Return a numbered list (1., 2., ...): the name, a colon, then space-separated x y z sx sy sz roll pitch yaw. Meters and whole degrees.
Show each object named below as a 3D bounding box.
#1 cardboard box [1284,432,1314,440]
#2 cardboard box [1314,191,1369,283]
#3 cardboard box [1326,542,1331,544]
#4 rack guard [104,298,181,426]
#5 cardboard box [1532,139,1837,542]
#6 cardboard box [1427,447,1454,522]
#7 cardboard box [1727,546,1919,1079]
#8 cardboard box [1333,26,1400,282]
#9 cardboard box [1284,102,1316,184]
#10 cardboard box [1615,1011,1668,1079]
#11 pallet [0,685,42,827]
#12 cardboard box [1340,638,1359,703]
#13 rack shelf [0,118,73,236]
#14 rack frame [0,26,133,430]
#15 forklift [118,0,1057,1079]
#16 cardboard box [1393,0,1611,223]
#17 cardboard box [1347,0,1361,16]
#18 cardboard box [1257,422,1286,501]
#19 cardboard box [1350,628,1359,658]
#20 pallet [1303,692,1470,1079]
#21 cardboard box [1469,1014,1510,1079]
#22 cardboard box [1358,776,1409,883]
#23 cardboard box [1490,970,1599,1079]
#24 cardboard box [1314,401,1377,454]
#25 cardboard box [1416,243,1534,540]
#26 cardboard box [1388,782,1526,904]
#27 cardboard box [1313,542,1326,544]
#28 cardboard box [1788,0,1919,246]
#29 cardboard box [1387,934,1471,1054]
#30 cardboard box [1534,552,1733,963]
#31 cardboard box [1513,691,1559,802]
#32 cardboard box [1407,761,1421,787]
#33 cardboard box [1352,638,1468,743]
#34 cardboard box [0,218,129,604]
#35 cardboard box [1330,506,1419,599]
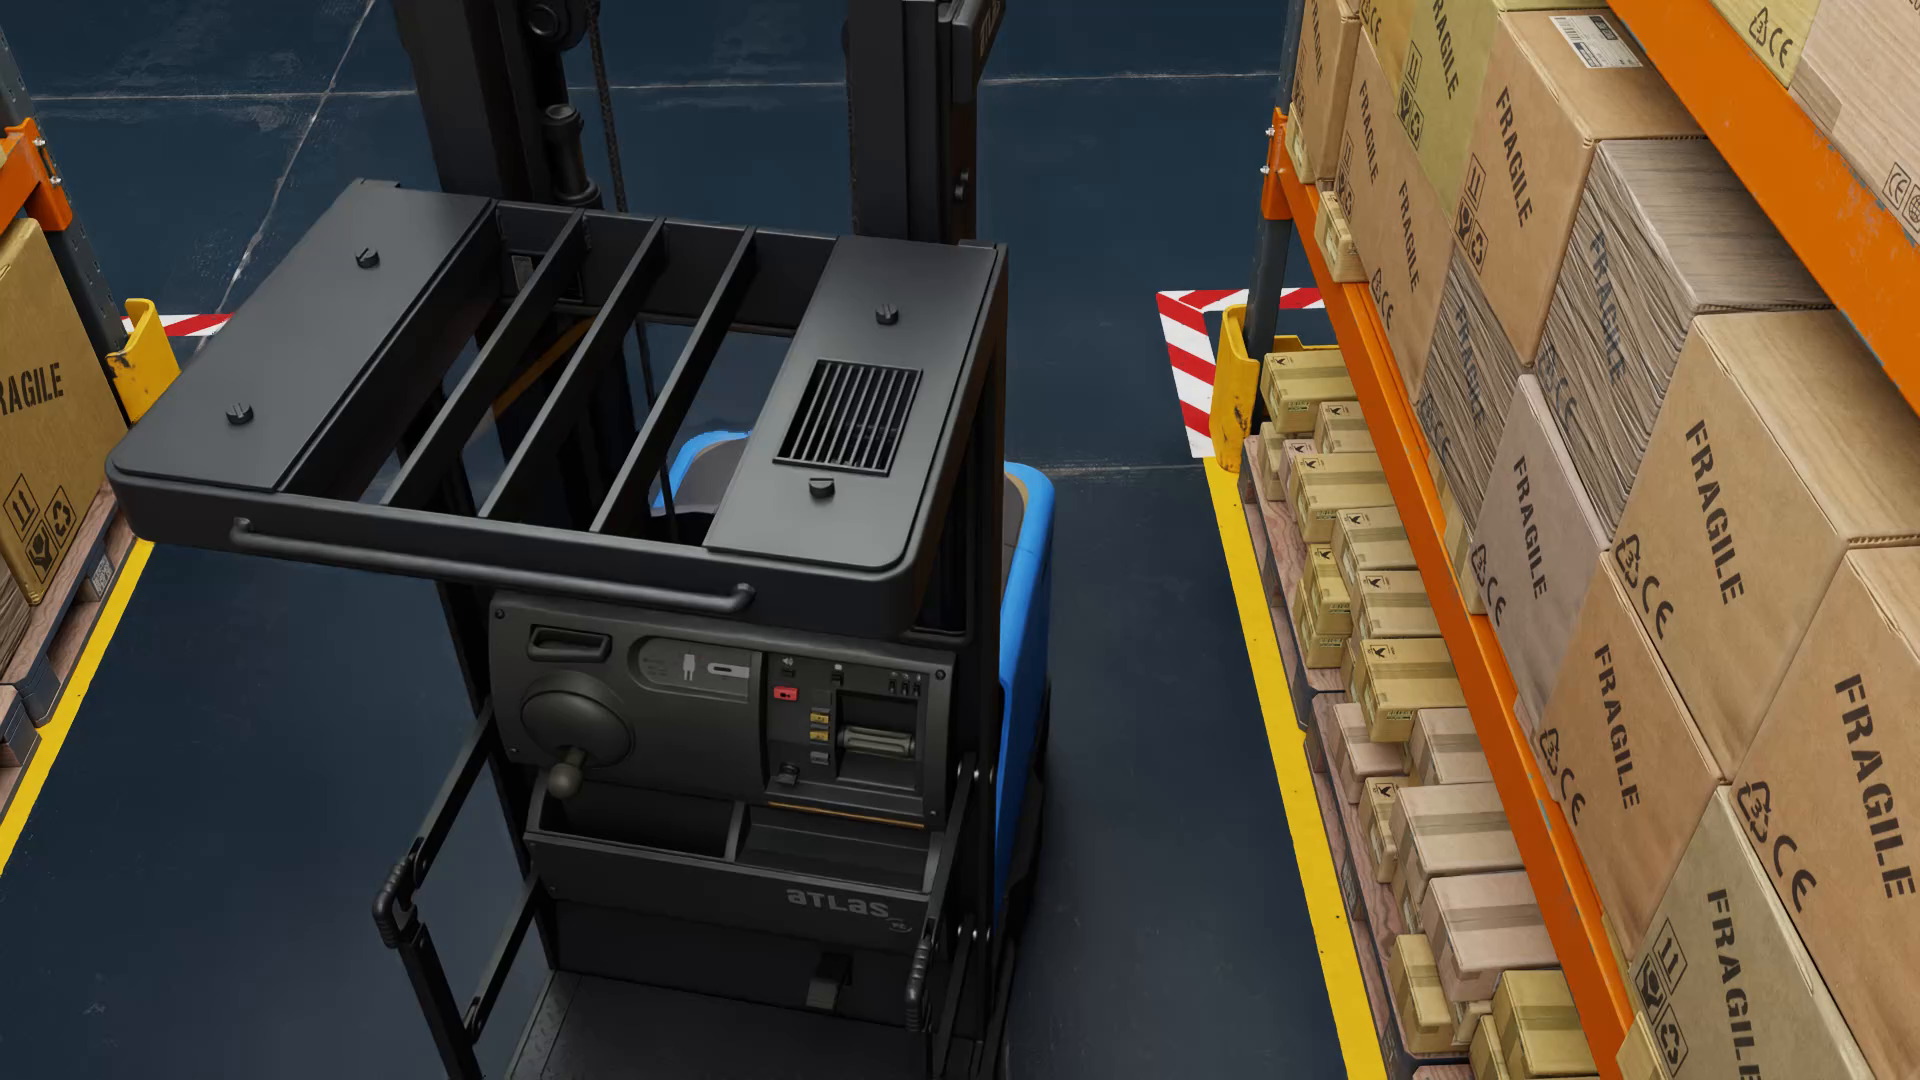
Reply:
1. cardboard box: 1.282 -0.381 5.524 0.380 0.149 0.250 0 43 0
2. cardboard box: 1.212 -0.854 4.647 0.380 0.149 0.250 -3 43 -3
3. cardboard box: 1.336 -0.031 5.143 0.380 0.149 0.250 -1 43 -1
4. rack guard: -3.445 -0.549 5.979 1.175 0.500 0.348 -2 43 -2
5. cardboard box: 1.361 -0.347 2.875 0.500 0.500 0.500 -1 43 -1
6. cardboard box: 1.319 -0.156 3.886 0.380 0.149 0.250 0 43 0
7. cardboard box: 1.395 0.347 2.117 0.500 0.500 0.500 -3 43 -3
8. cardboard box: 1.307 -1.003 4.330 0.500 0.500 0.500 -2 43 -2
9. cardboard box: 1.202 -1.208 5.033 0.380 0.149 0.250 -2 43 -2
10. cardboard box: 1.320 0.908 2.726 0.380 0.149 0.250 -3 43 -3
11. pallet: -3.283 0.933 4.576 1.003 0.211 1.213 -2 43 -2
12. cardboard box: 1.336 0.418 4.873 0.380 0.149 0.250 -2 43 -2
13. rack shelf: -3.359 0.161 3.887 1.077 0.370 4.000 -2 43 -2
14. rack frame: -3.444 -1.454 5.116 1.000 3.000 0.127 -2 43 -2
15. forklift: -0.506 0.413 3.130 1.130 2.935 3.031 7 43 8
16. cardboard box: 1.297 -1.040 3.631 0.500 0.500 0.500 -3 43 -3
17. cardboard box: 1.270 -1.733 4.386 0.500 0.500 0.500 -2 43 -2
18. cardboard box: 1.218 -0.269 5.623 0.380 0.149 0.250 -1 43 -1
19. cardboard box: 1.344 0.321 4.759 0.380 0.149 0.250 -4 43 -4
20. pallet: 1.567 0.922 4.588 1.003 0.211 1.213 -2 43 -2
21. cardboard box: 1.389 1.220 3.778 0.380 0.149 0.250 -1 43 -1
22. cardboard box: 1.297 0.775 4.484 0.380 0.149 0.250 -2 43 -2
23. cardboard box: 1.409 1.100 3.689 0.380 0.149 0.250 0 43 0
24. cardboard box: 1.330 -0.305 5.222 0.380 0.149 0.250 -1 43 -1
25. cardboard box: 1.343 -0.328 3.594 0.500 0.500 0.500 -3 43 -3
26. cardboard box: 1.282 0.738 4.084 0.380 0.149 0.250 -3 43 -3
27. cardboard box: 1.328 0.073 5.250 0.380 0.149 0.250 -1 43 -1
28. cardboard box: 1.385 -0.539 2.010 0.500 0.250 0.500 -2 43 -2
29. cardboard box: 1.285 1.115 4.113 0.380 0.149 0.250 -2 43 -2
30. cardboard box: 1.362 0.357 2.847 0.500 0.500 0.500 -3 43 -3
31. cardboard box: 1.340 0.369 3.314 0.380 0.149 0.250 -3 43 -4
32. cardboard box: 1.399 0.686 4.361 0.380 0.149 0.250 0 43 0
33. cardboard box: 1.274 0.400 4.453 0.380 0.149 0.250 -1 43 -1
34. cardboard box: -3.337 -0.396 5.224 0.875 0.875 0.875 -2 43 -2
35. cardboard box: 1.306 0.034 4.852 0.380 0.149 0.250 -4 43 -4
